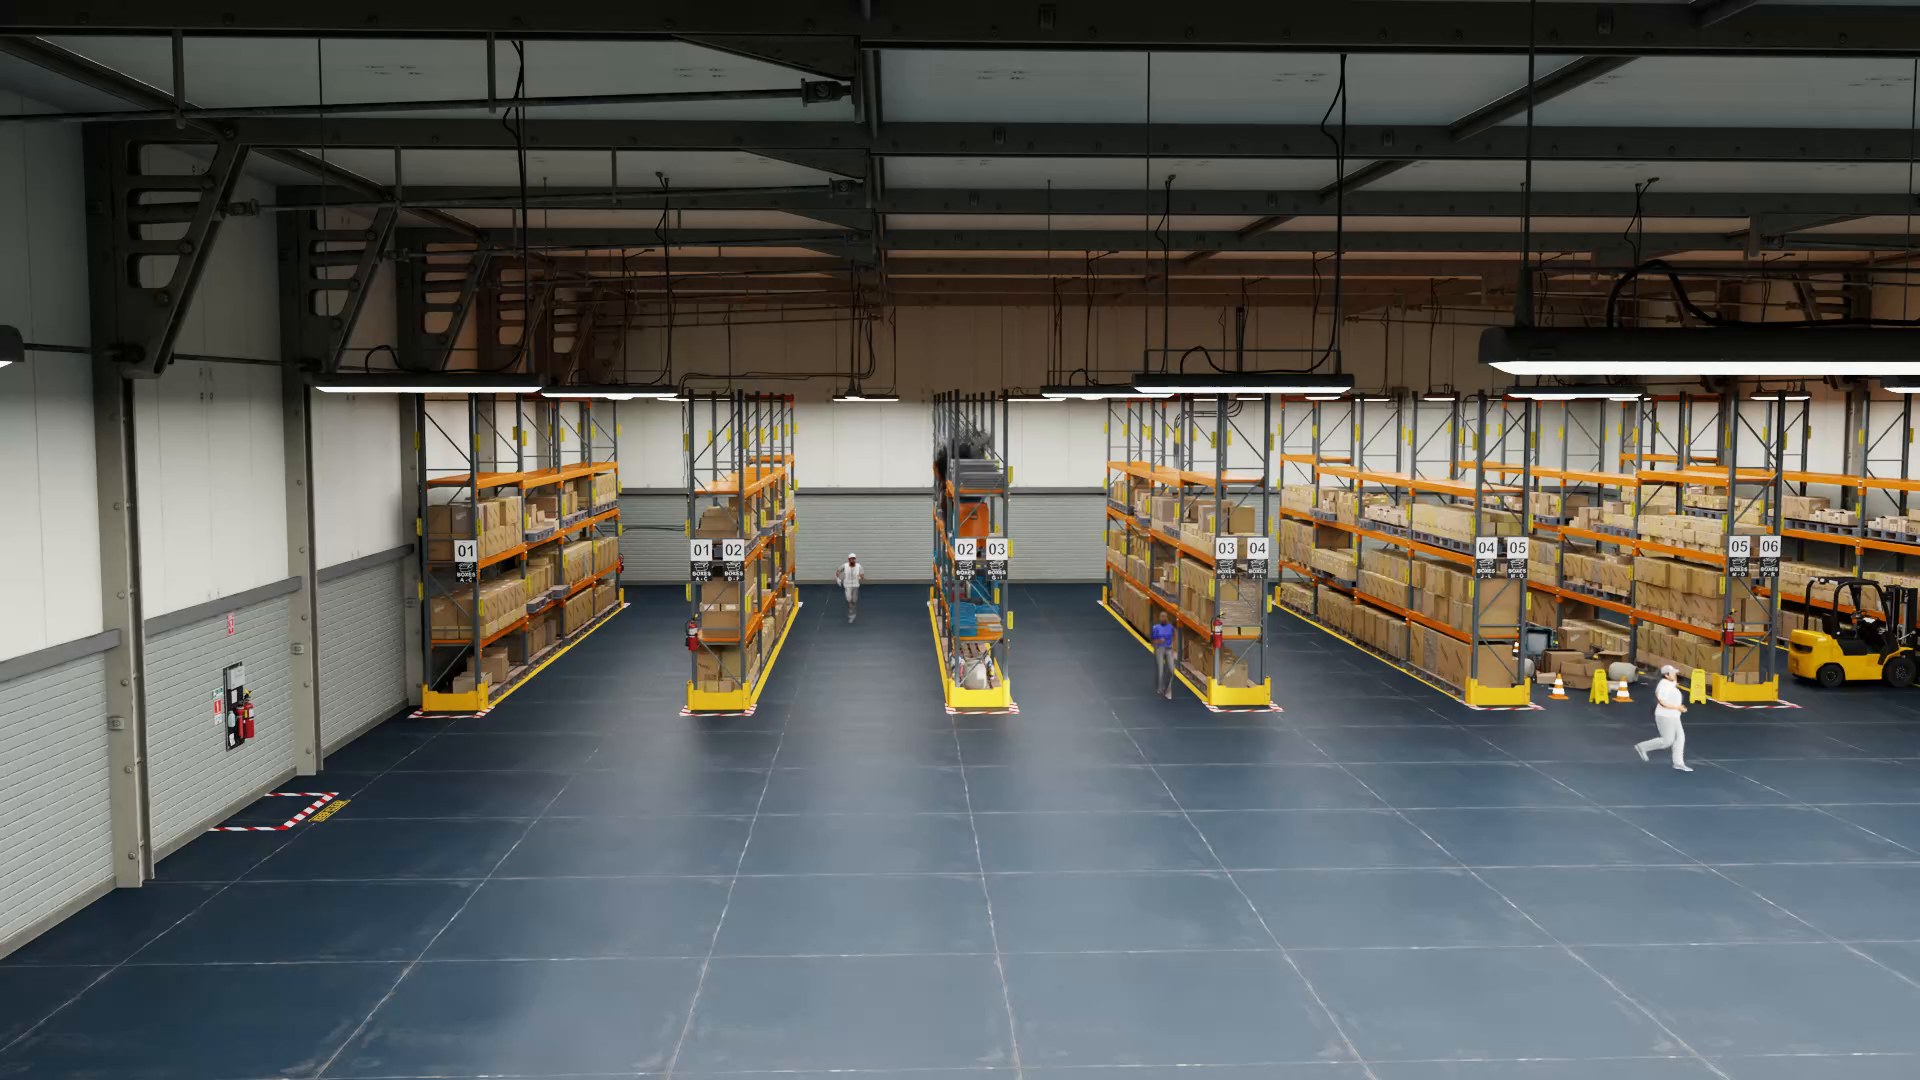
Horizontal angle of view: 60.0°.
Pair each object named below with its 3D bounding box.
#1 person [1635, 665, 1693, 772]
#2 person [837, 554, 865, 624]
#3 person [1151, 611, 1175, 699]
[{"bbox_3d":[11.053,2.782,26.048,0.849,1.659,0.607,3,5,32],"label":"person"},{"bbox_3d":[-2.874,1.264,43.783,0.700,1.826,0.875,-1,5,-14],"label":"person"},{"bbox_3d":[3.958,2.235,32.199,0.554,1.678,0.668,-1,5,-8],"label":"person"}]
